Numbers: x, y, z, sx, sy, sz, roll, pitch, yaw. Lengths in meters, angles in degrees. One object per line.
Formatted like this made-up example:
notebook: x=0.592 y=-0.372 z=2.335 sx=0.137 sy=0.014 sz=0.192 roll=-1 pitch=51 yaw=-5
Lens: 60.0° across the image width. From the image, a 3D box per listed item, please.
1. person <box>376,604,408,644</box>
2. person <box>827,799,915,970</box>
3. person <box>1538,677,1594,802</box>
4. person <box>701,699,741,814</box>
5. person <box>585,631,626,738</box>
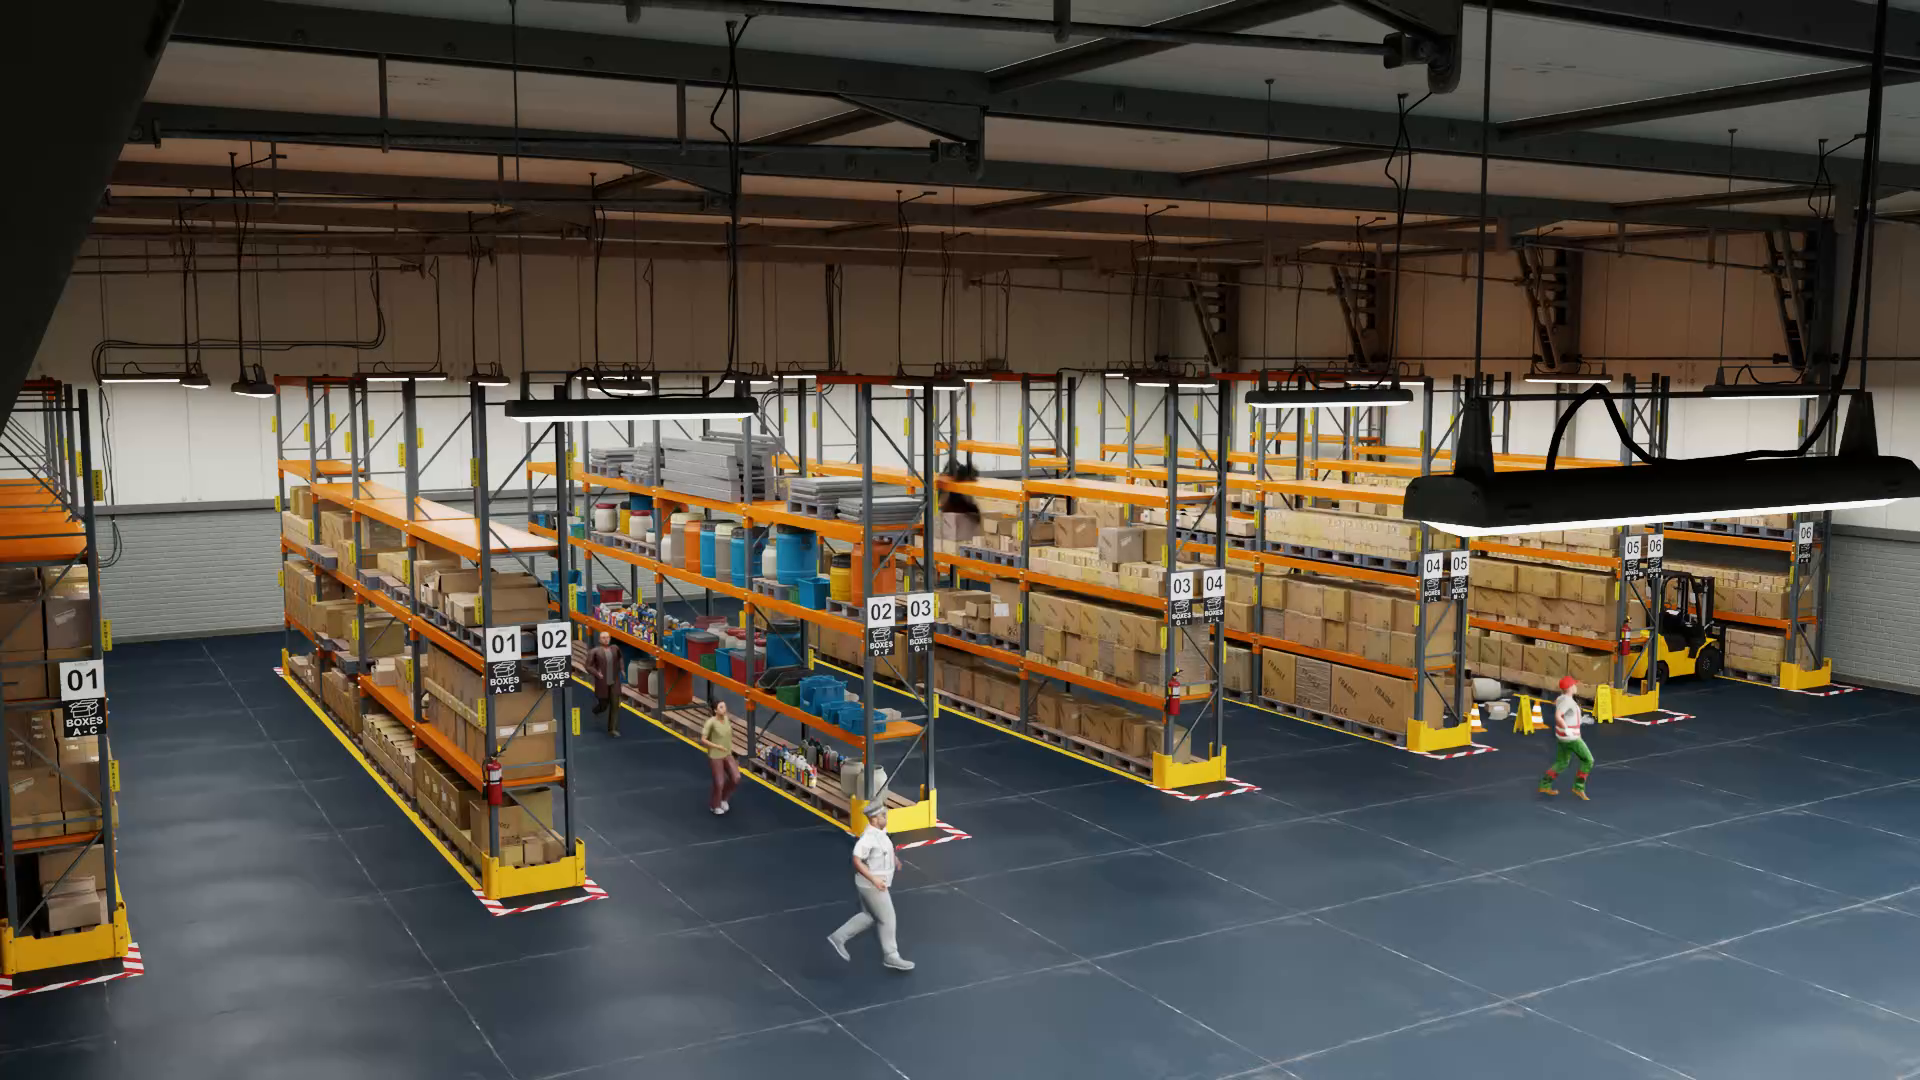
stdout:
person: x=-11.902 y=1.665 z=34.845 sx=0.703 sy=1.791 sz=0.718 roll=1 pitch=6 yaw=9
person: x=-0.915 y=3.551 z=17.198 sx=0.890 sy=1.771 sz=0.653 roll=0 pitch=6 yaw=-1
person: x=8.721 y=2.856 z=23.825 sx=0.753 sy=1.807 sz=0.669 roll=0 pitch=6 yaw=3
person: x=-3.307 y=3.000 z=23.001 sx=0.576 sy=1.635 sz=0.553 roll=-6 pitch=9 yaw=-43
person: x=-5.934 y=2.405 z=27.991 sx=0.725 sy=1.746 sz=1.006 roll=-4 pitch=7 yaw=-30
